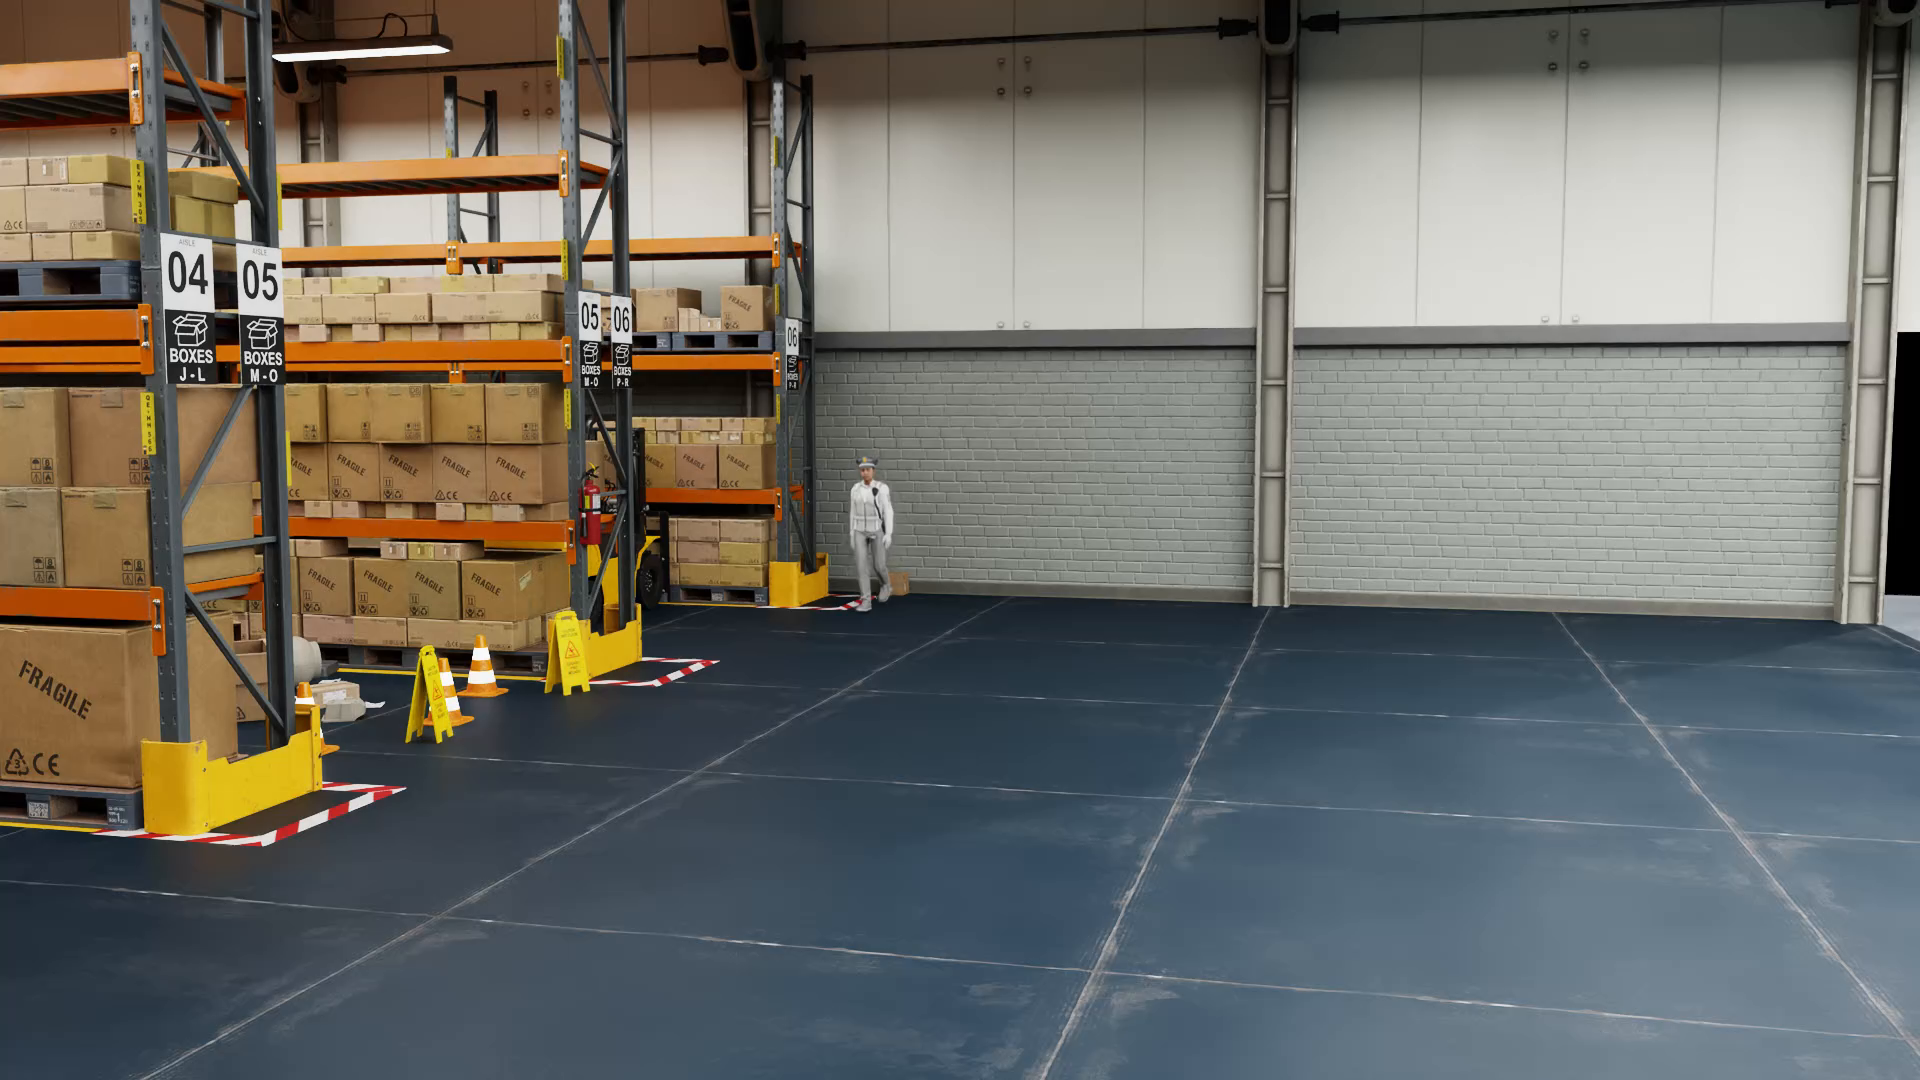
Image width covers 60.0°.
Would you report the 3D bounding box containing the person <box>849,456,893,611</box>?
[{"bbox_3d":[-0.951,-0.080,18.092,0.493,1.669,0.640,1,5,15],"label":"person"}]
